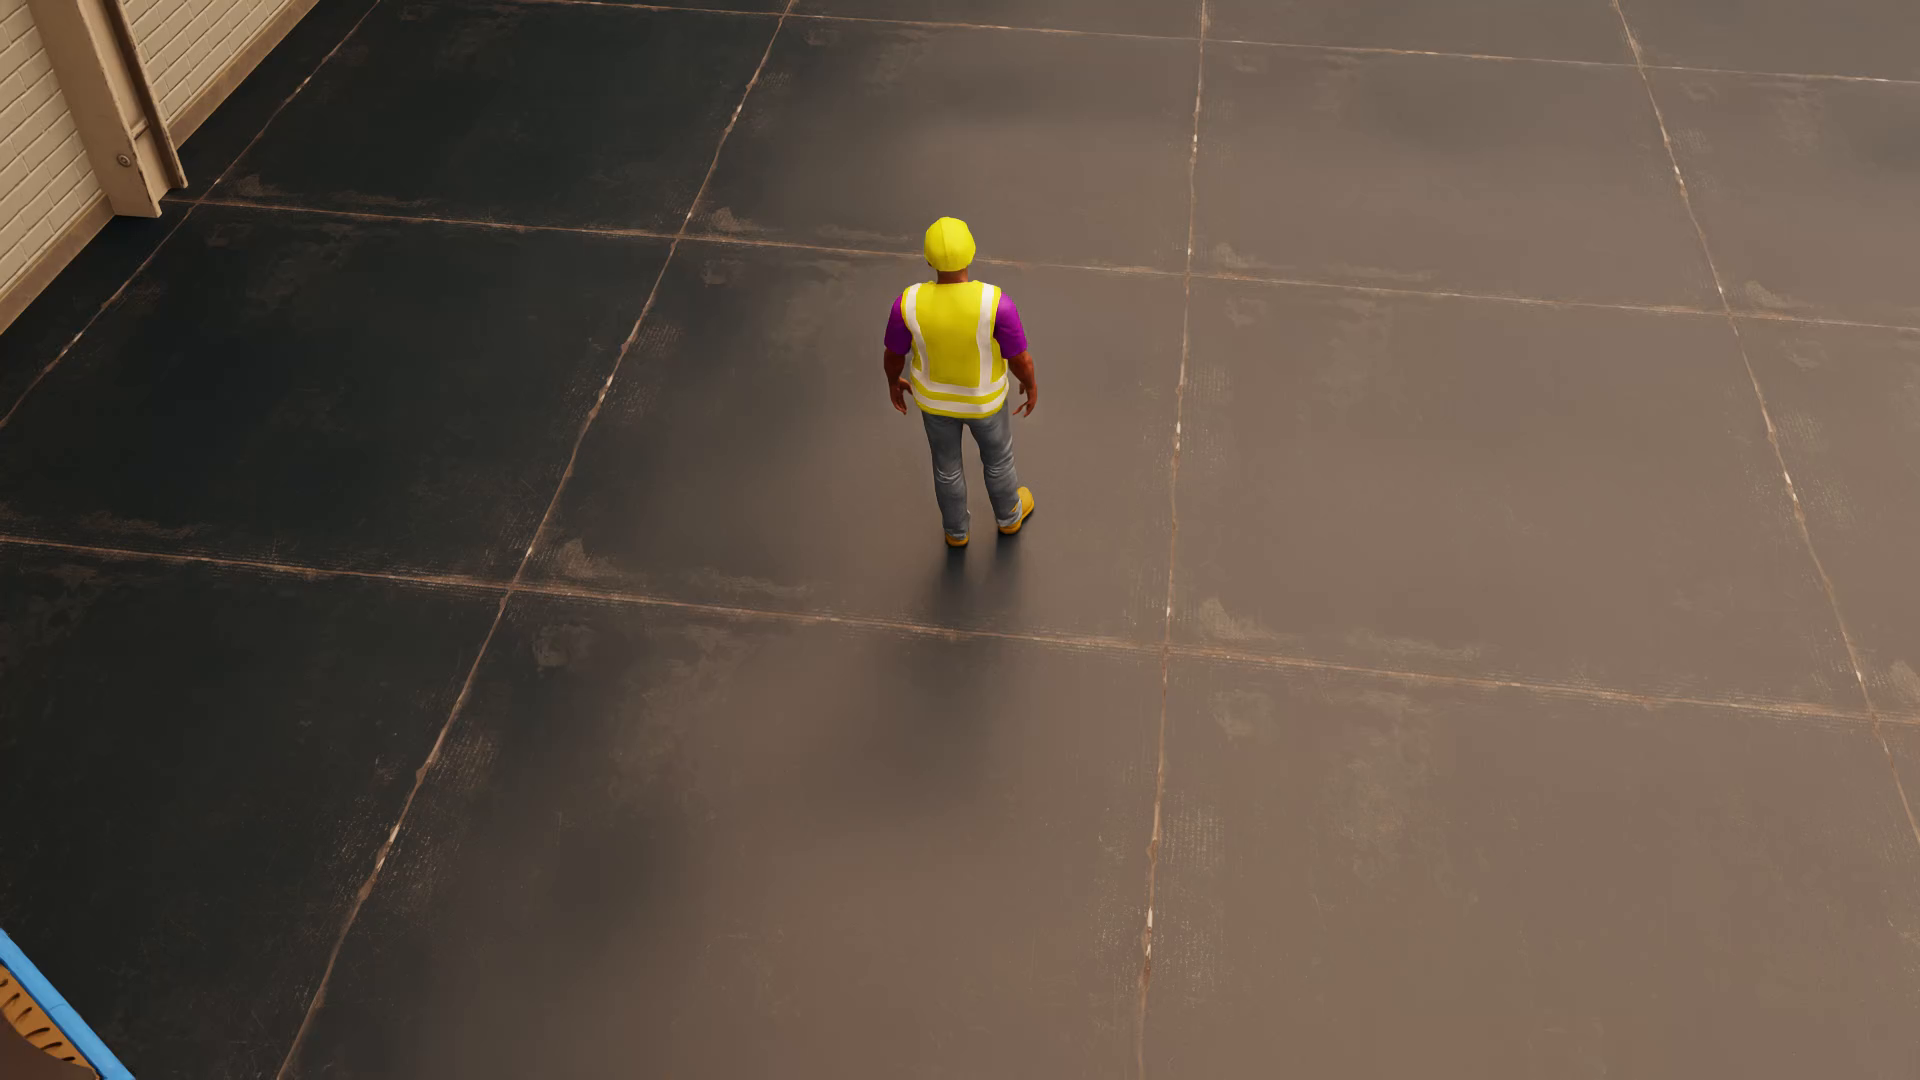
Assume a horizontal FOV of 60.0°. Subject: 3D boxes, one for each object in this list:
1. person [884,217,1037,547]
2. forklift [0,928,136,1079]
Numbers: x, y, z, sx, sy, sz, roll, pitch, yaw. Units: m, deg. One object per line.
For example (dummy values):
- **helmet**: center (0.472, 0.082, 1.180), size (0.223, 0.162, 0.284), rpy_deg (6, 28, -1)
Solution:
- **person**: center (0.015, -0.702, 7.339), size (0.665, 1.768, 0.575), rpy_deg (5, 43, 6)
- **forklift**: center (-3.581, 1.823, 3.740), size (1.130, 2.935, 3.031), rpy_deg (30, 50, 28)
